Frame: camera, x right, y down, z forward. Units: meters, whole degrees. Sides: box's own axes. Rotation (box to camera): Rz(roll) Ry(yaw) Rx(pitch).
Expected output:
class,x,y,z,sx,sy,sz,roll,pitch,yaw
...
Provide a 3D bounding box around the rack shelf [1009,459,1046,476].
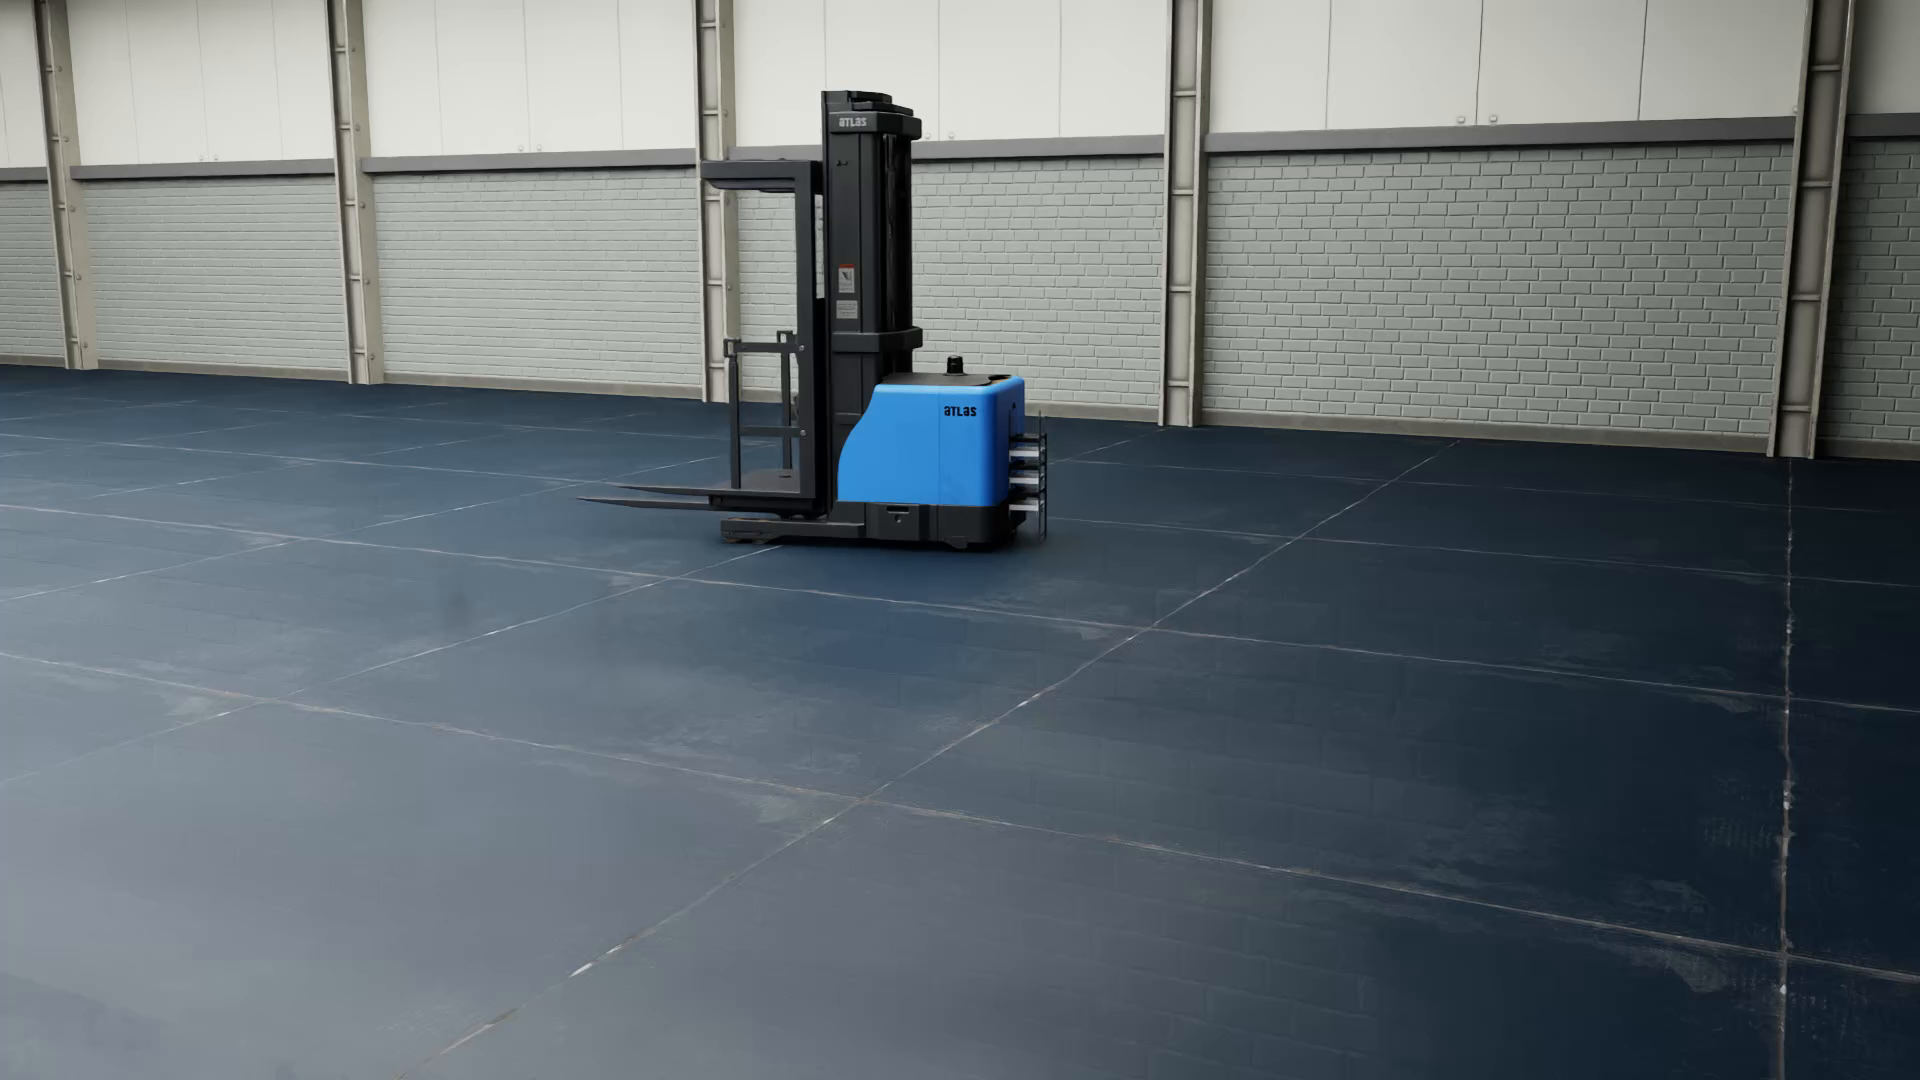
class,x,y,z,sx,sy,sz,roll,pitch,yaw
rack shelf,0.451,-0.480,11.039,0.200,0.077,0.258,3,11,14

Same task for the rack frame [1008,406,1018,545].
class,x,y,z,sx,sy,sz,roll,pitch,yaw
rack frame,0.352,-0.429,11.074,0.006,0.900,0.240,3,11,14

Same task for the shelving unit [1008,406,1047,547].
class,x,y,z,sx,sy,sz,roll,pitch,yaw
shelving unit,0.451,-0.424,11.049,0.210,0.900,0.258,3,11,14

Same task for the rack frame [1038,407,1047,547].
class,x,y,z,sx,sy,sz,roll,pitch,yaw
rack frame,0.549,-0.420,11.024,0.006,0.900,0.240,3,11,14

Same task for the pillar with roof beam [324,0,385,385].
class,x,y,z,sx,sy,sz,roll,pitch,yaw
pillar with roof beam,-10.259,-5.948,18.829,0.400,9.000,9.100,5,11,26

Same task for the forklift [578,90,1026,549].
class,x,y,z,sx,sy,sz,roll,pitch,yaw
forklift,-1.114,-1.503,11.305,3.031,2.935,1.130,3,11,14

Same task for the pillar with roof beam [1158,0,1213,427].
class,x,y,z,sx,sy,sz,roll,pitch,yaw
pillar with roof beam,0.503,-5.003,13.604,0.400,9.000,9.100,5,11,26

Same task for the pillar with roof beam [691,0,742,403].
class,x,y,z,sx,sy,sz,roll,pitch,yaw
pillar with roof beam,-4.878,-5.476,16.217,0.400,9.000,9.100,5,11,26

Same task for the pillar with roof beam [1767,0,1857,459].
class,x,y,z,sx,sy,sz,roll,pitch,yaw
pillar with roof beam,5.883,-4.530,10.992,0.400,9.000,9.100,5,11,26

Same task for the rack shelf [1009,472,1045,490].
class,x,y,z,sx,sy,sz,roll,pitch,yaw
rack shelf,0.451,-0.392,11.055,0.200,0.077,0.258,3,11,14

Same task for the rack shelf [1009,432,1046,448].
class,x,y,z,sx,sy,sz,roll,pitch,yaw
rack shelf,0.451,-0.657,11.007,0.200,0.077,0.258,3,11,14

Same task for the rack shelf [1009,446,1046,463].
class,x,y,z,sx,sy,sz,roll,pitch,yaw
rack shelf,0.451,-0.569,11.023,0.200,0.077,0.258,3,11,14

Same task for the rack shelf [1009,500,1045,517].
class,x,y,z,sx,sy,sz,roll,pitch,yaw
rack shelf,0.451,-0.215,11.087,0.200,0.077,0.258,3,11,14

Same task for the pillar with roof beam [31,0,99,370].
class,x,y,z,sx,sy,sz,roll,pitch,yaw
pillar with roof beam,-15.639,-6.421,21.442,0.400,9.000,9.100,5,11,26

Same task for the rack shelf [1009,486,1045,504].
class,x,y,z,sx,sy,sz,roll,pitch,yaw
rack shelf,0.451,-0.303,11.071,0.200,0.077,0.258,3,11,14
